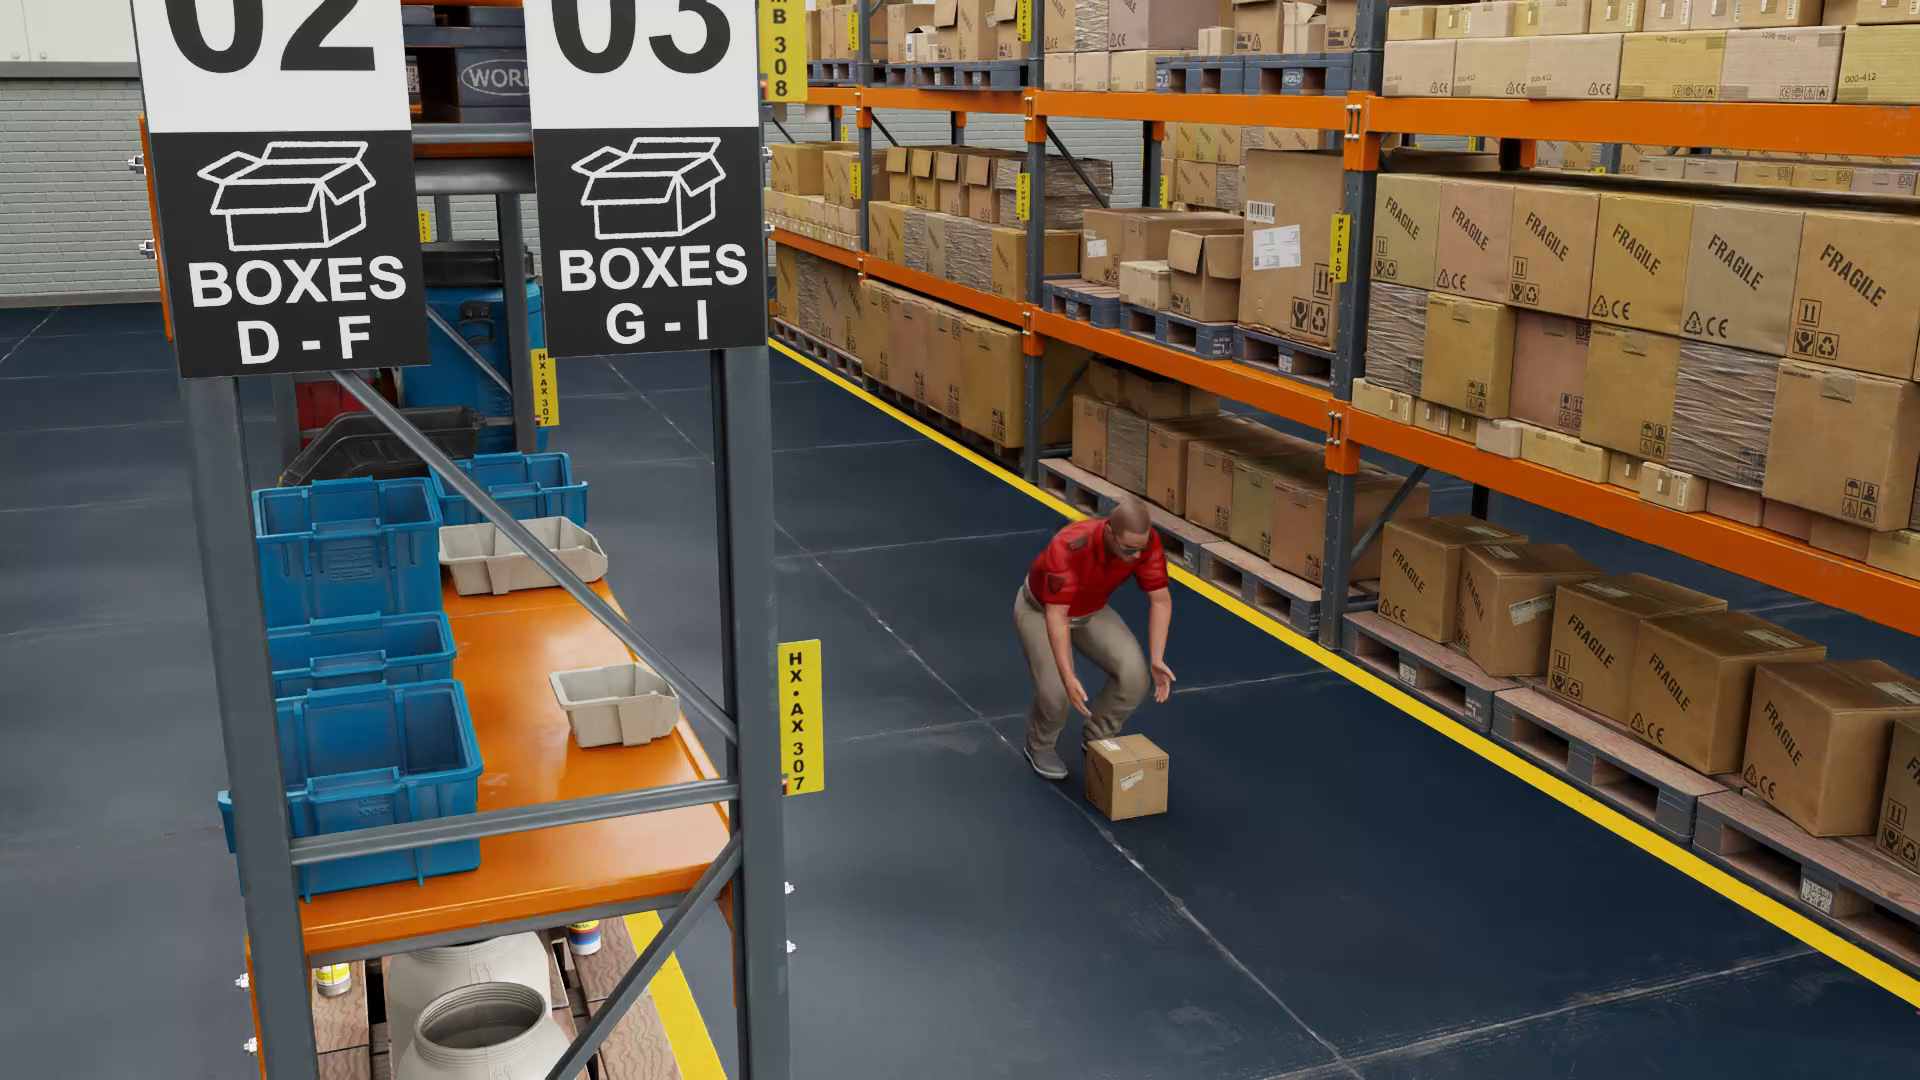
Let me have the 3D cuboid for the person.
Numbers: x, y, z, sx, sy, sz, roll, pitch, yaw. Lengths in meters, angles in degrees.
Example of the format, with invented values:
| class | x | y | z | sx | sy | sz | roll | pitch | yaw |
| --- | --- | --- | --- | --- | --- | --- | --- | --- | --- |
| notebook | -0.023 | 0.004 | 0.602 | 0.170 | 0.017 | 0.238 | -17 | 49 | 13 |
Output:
| class | x | y | z | sx | sy | sz | roll | pitch | yaw |
| --- | --- | --- | --- | --- | --- | --- | --- | --- | --- |
| person | 0.569 | 0.413 | 7.067 | 0.580 | 1.199 | 0.805 | -6 | 17 | -20 |
